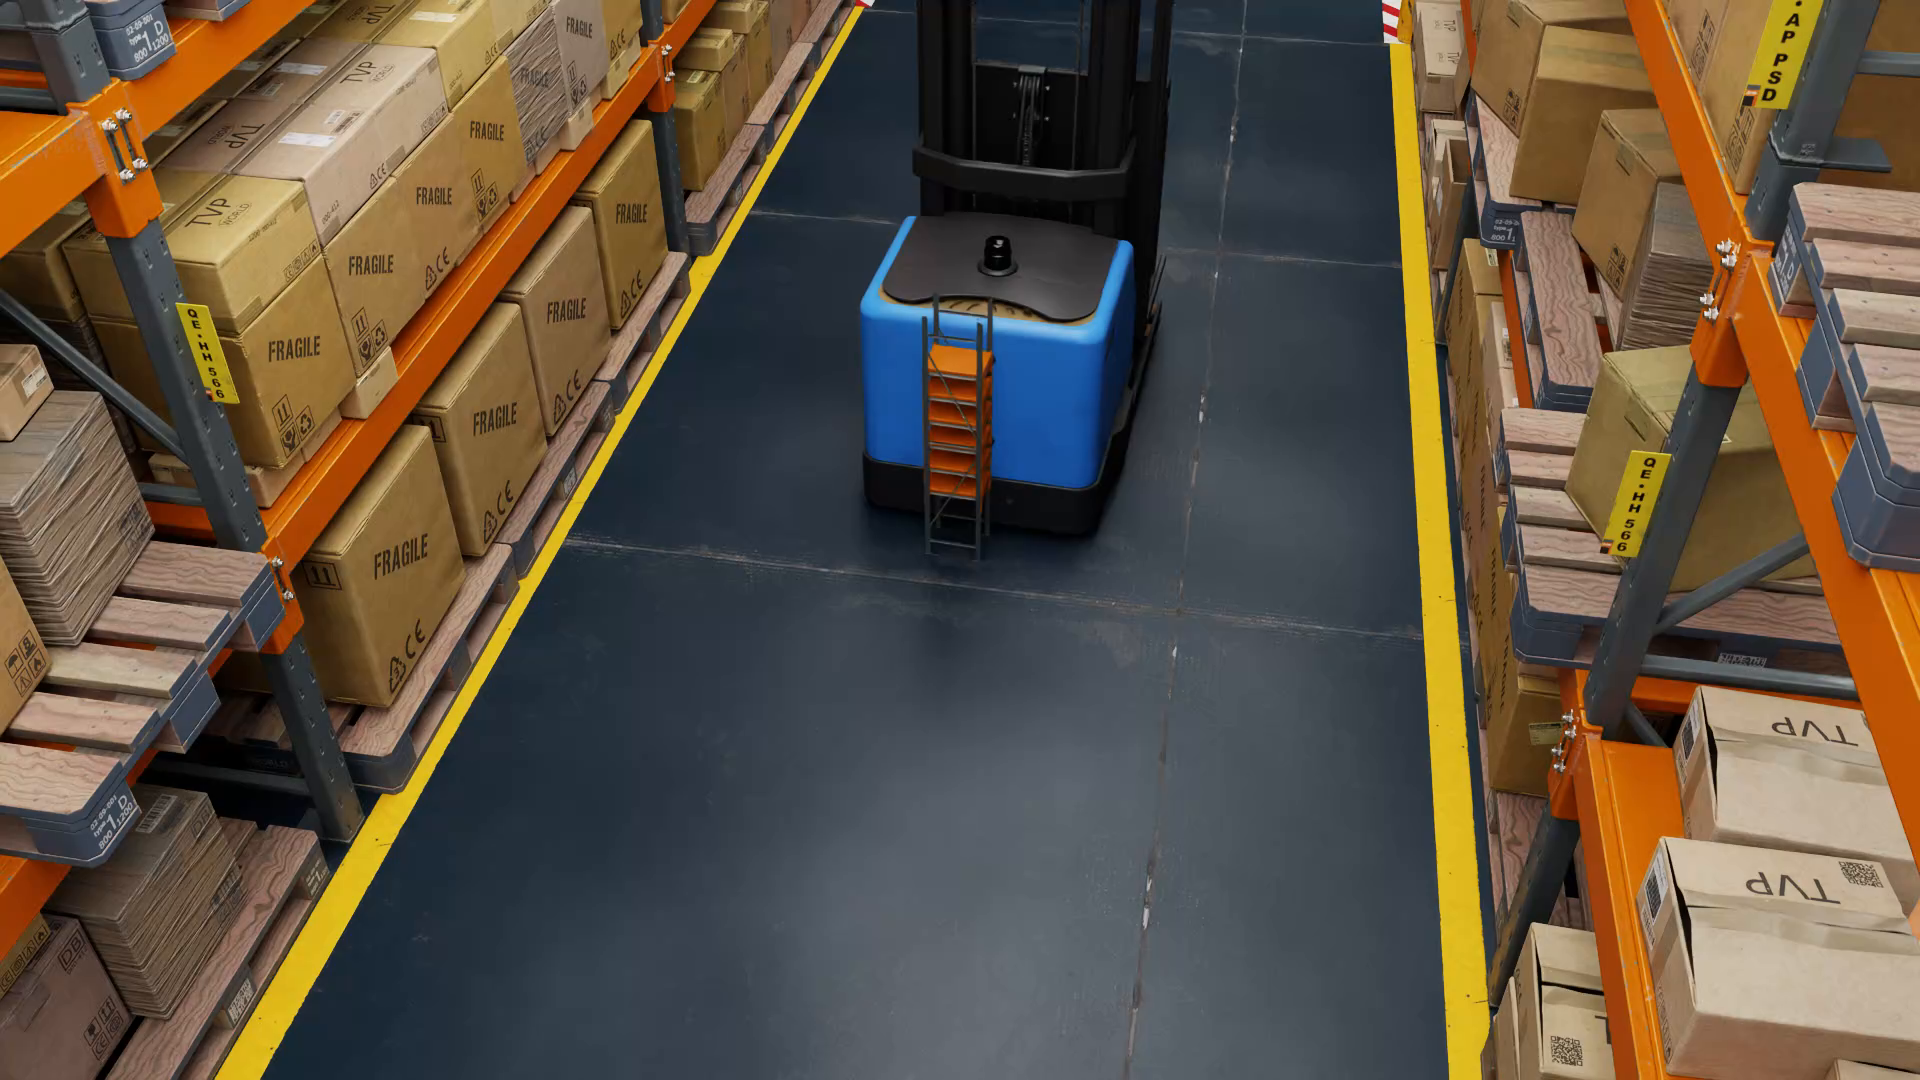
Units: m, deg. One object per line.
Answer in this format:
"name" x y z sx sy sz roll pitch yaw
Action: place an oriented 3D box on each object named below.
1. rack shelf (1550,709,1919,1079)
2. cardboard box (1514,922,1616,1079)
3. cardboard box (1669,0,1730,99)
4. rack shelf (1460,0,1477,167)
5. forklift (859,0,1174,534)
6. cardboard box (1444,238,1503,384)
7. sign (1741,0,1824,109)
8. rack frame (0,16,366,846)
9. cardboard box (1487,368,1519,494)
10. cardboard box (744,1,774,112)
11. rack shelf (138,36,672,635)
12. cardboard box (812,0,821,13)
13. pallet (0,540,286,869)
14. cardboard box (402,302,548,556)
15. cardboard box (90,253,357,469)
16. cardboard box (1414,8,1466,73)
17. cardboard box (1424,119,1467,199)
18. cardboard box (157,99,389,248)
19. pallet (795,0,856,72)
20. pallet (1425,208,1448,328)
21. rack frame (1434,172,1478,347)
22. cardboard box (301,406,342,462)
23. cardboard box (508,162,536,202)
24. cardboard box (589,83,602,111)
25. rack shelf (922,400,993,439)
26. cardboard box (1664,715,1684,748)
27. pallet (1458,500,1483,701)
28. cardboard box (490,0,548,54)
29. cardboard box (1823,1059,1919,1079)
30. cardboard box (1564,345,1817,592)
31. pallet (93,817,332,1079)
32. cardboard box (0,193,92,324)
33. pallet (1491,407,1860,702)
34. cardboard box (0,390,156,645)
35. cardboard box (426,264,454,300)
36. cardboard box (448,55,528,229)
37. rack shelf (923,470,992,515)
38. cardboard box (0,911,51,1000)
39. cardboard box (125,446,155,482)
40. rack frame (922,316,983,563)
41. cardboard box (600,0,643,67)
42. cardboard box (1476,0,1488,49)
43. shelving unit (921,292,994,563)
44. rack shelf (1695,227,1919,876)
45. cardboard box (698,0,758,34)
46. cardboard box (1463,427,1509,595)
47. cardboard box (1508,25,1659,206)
"rack shelf" 1.878 1.916 3.144 1.077 0.370 4.000 6 40 8
"cardboard box" 1.844 1.361 4.638 0.500 0.311 0.500 8 40 9
"cardboard box" 2.355 -1.409 4.168 0.910 0.500 0.500 6 40 8
"rack shelf" 3.262 -3.105 9.216 1.077 0.370 4.000 6 40 8
"forklift" 0.413 -2.100 7.490 1.130 2.935 3.031 9 40 10
"cardboard box" 2.592 -1.057 7.790 0.500 0.500 0.500 5 40 6
"sign" 1.690 -1.033 3.386 0.100 0.325 0.005 6 40 8
"rack frame" -2.656 -0.161 5.090 1.000 3.000 0.127 6 40 8
"cardboard box" 2.333 -0.403 6.412 0.500 0.250 0.500 6 40 7
"cardboard box" -1.552 -2.964 10.114 0.700 0.500 0.500 7 40 9
"rack shelf" -2.310 -1.139 6.838 1.077 0.370 4.000 6 40 8
"cardboard box" -1.294 -3.930 11.281 0.700 0.500 0.500 6 40 8
"pallet" -2.674 0.372 4.596 1.213 0.211 1.003 6 40 8
"cardboard box" -2.241 -0.490 6.846 0.750 0.750 0.750 6 40 7
"cardboard box" -2.320 -0.598 5.292 0.500 0.500 0.500 8 40 9
"cardboard box" 3.148 -3.124 10.487 0.500 0.250 0.500 6 40 8
"cardboard box" 2.865 -2.120 9.225 0.500 0.311 0.500 6 40 8
"cardboard box" -2.231 -1.205 5.437 0.500 0.250 0.500 6 40 7
"pallet" -1.333 -3.596 11.434 1.003 0.211 1.213 6 40 8
"pallet" 3.036 -1.483 8.879 1.003 0.211 1.213 6 40 8
"rack frame" 2.916 -2.127 7.469 1.000 3.000 0.127 6 40 8
"cardboard box" -2.318 -0.410 5.573 0.380 0.149 0.250 7 40 8
"cardboard box" -2.006 -1.546 6.947 0.380 0.149 0.250 5 40 6
"cardboard box" -1.853 -2.020 7.521 0.380 0.149 0.250 8 40 9
"rack shelf" -0.009 -0.497 6.791 0.258 0.103 0.180 9 40 10
"cardboard box" 2.669 0.594 5.794 0.500 0.500 0.500 5 40 6
"pallet" 2.604 0.230 6.806 1.003 0.211 1.213 6 40 8
"cardboard box" -1.979 -2.160 6.592 0.500 0.250 0.500 7 40 9
"cardboard box" 2.059 1.287 3.537 0.380 0.149 0.250 9 40 11
"cardboard box" 2.222 -0.225 4.760 0.700 0.500 0.500 -6 40 -7
"pallet" -2.792 1.404 5.386 1.003 0.211 1.213 6 40 8
"cardboard box" -2.833 -0.924 5.097 0.500 0.250 0.500 7 40 9
"pallet" 2.272 0.024 5.018 1.213 0.211 1.003 6 40 8
"cardboard box" -2.727 -0.073 4.560 0.700 0.500 0.500 2 40 2
"cardboard box" -2.175 -1.063 6.363 0.380 0.149 0.250 7 40 8
"cardboard box" -2.050 -1.565 6.461 0.500 0.500 0.500 7 40 9
"rack shelf" -0.009 -0.220 7.021 0.258 0.103 0.180 9 40 10
"cardboard box" -2.889 1.152 4.530 0.500 0.250 0.500 7 40 9
"cardboard box" -2.852 -0.304 5.445 0.380 0.149 0.250 7 40 8
"rack frame" -0.030 -0.382 6.771 0.240 1.200 0.006 9 40 10
"cardboard box" -1.795 -2.514 7.610 0.500 0.500 0.500 6 40 7
"cardboard box" 2.750 -2.508 7.851 0.500 0.500 0.500 7 40 8
"shelving unit" -0.009 -0.439 6.840 0.258 1.200 0.189 9 40 10
"rack shelf" 1.878 0.760 2.188 1.077 0.370 4.000 6 40 8
"cardboard box" -1.404 -3.100 9.768 0.380 0.149 0.250 5 40 6
"cardboard box" 2.329 -0.091 6.622 0.500 0.500 0.500 5 40 6
"cardboard box" 2.557 -1.616 6.443 0.700 0.500 0.500 12 41 15
